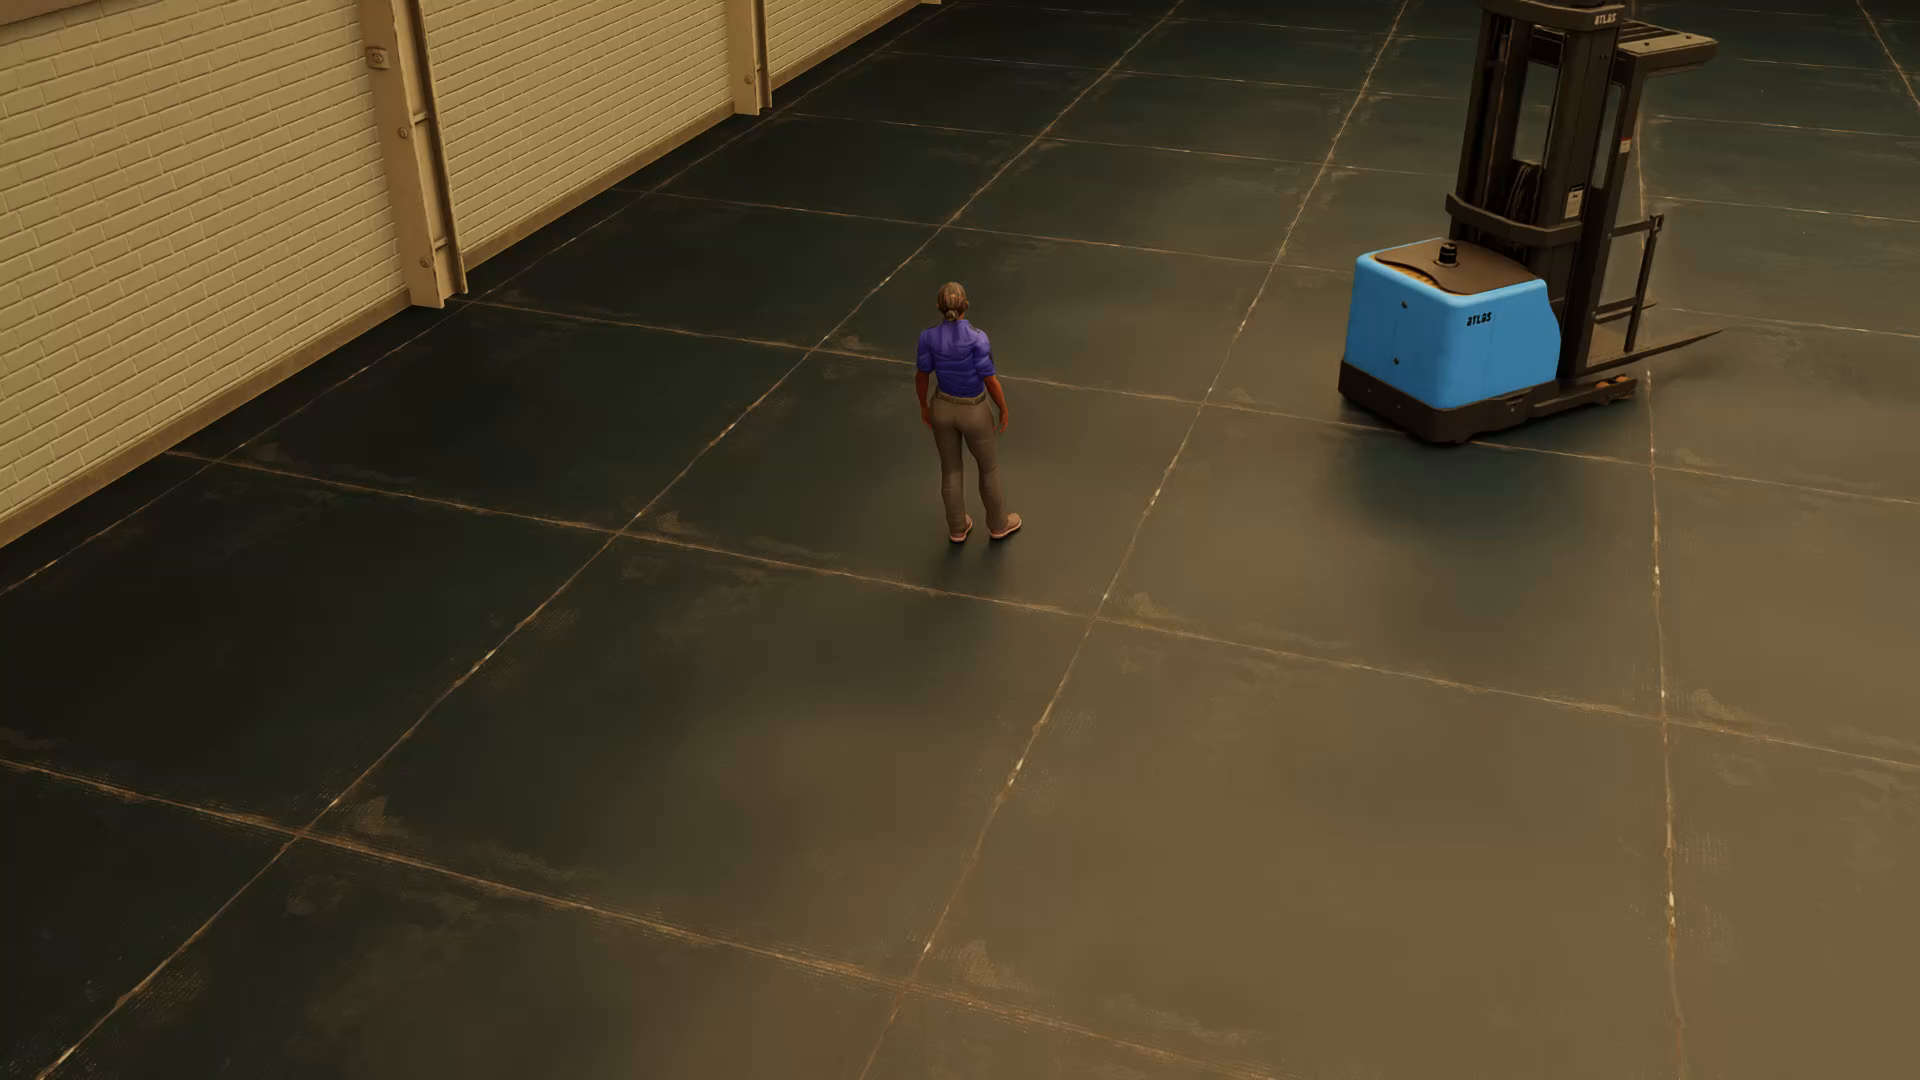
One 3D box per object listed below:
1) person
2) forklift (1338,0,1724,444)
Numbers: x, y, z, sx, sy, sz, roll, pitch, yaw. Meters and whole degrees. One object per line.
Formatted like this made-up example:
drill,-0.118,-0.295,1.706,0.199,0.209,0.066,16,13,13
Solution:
person,0.047,-0.763,9.749,0.569,1.656,0.503,10,31,16
forklift,4.225,-2.436,11.409,3.031,2.935,1.130,-16,33,-25
